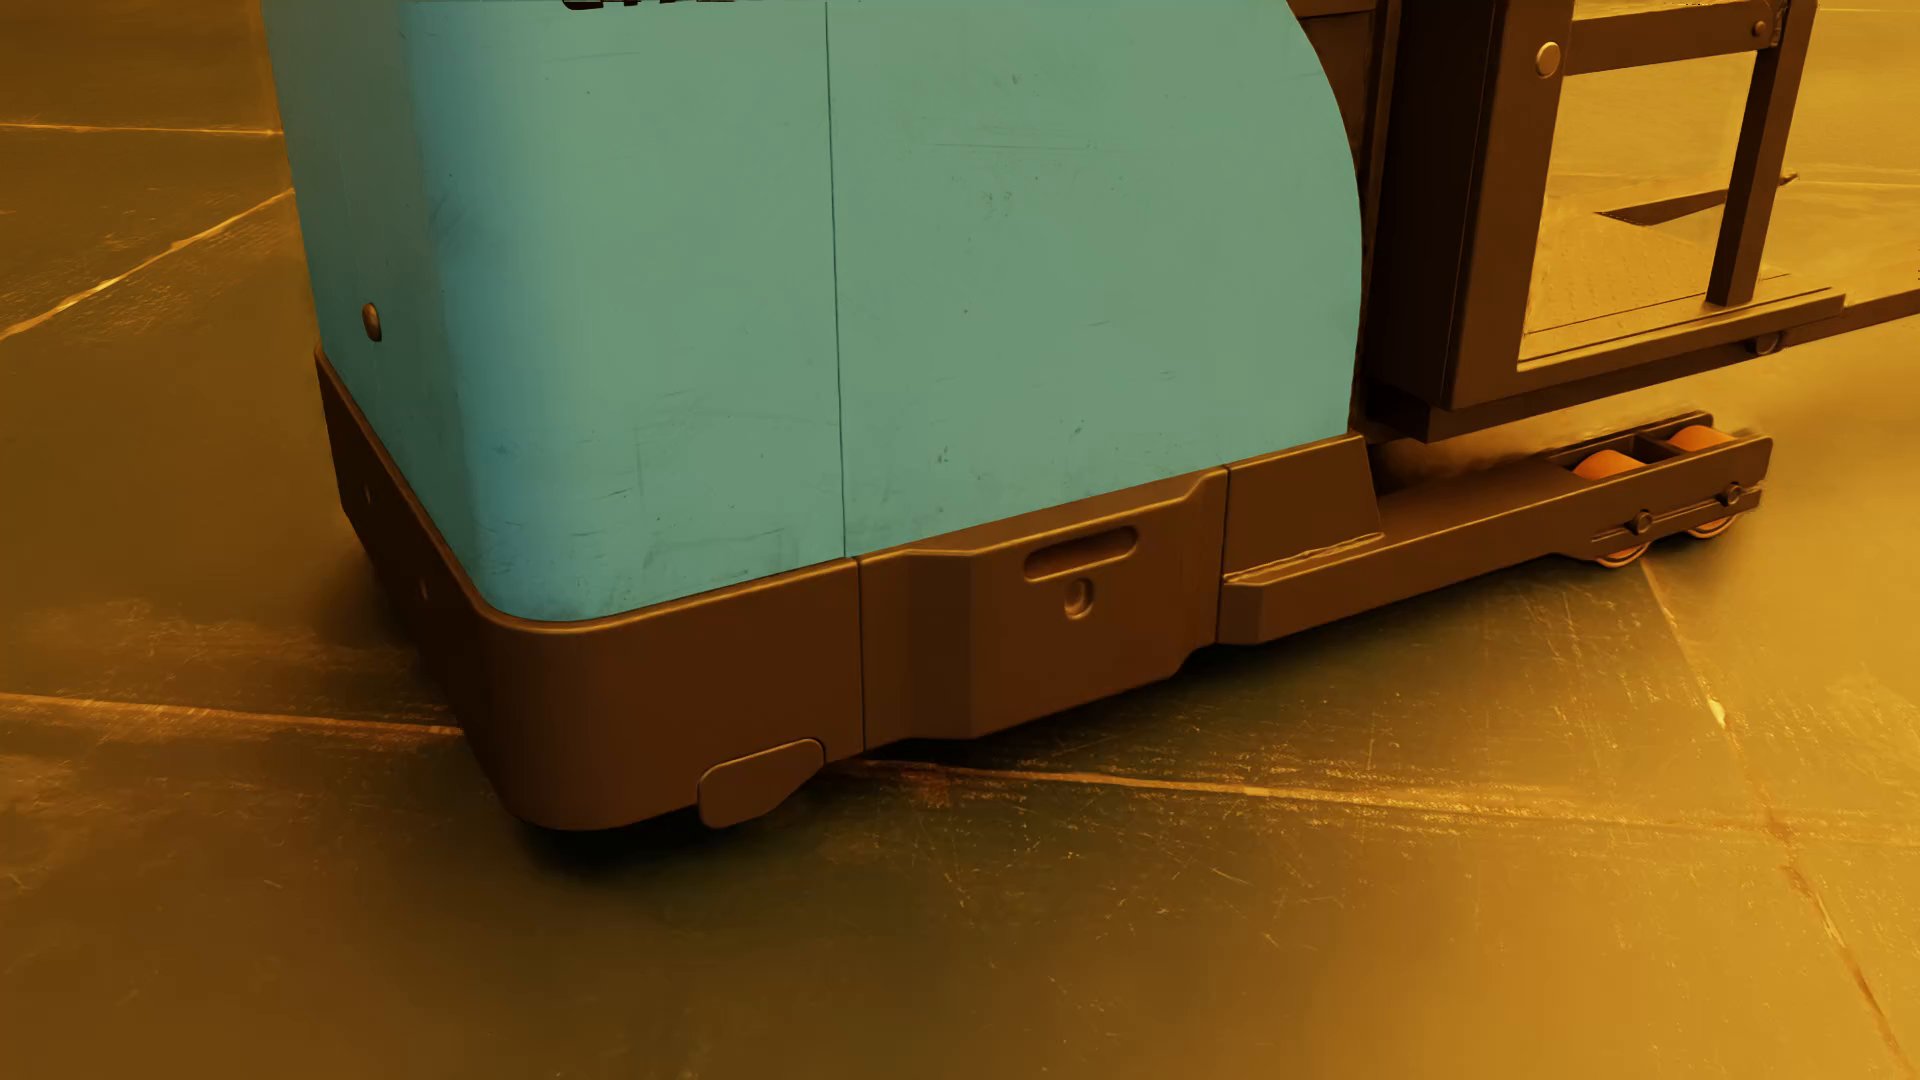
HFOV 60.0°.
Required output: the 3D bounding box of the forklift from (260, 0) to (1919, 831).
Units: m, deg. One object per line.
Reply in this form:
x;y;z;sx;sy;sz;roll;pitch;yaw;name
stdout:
0.624;-1.462;2.148;3.031;2.935;1.130;-14;30;-26;forklift
